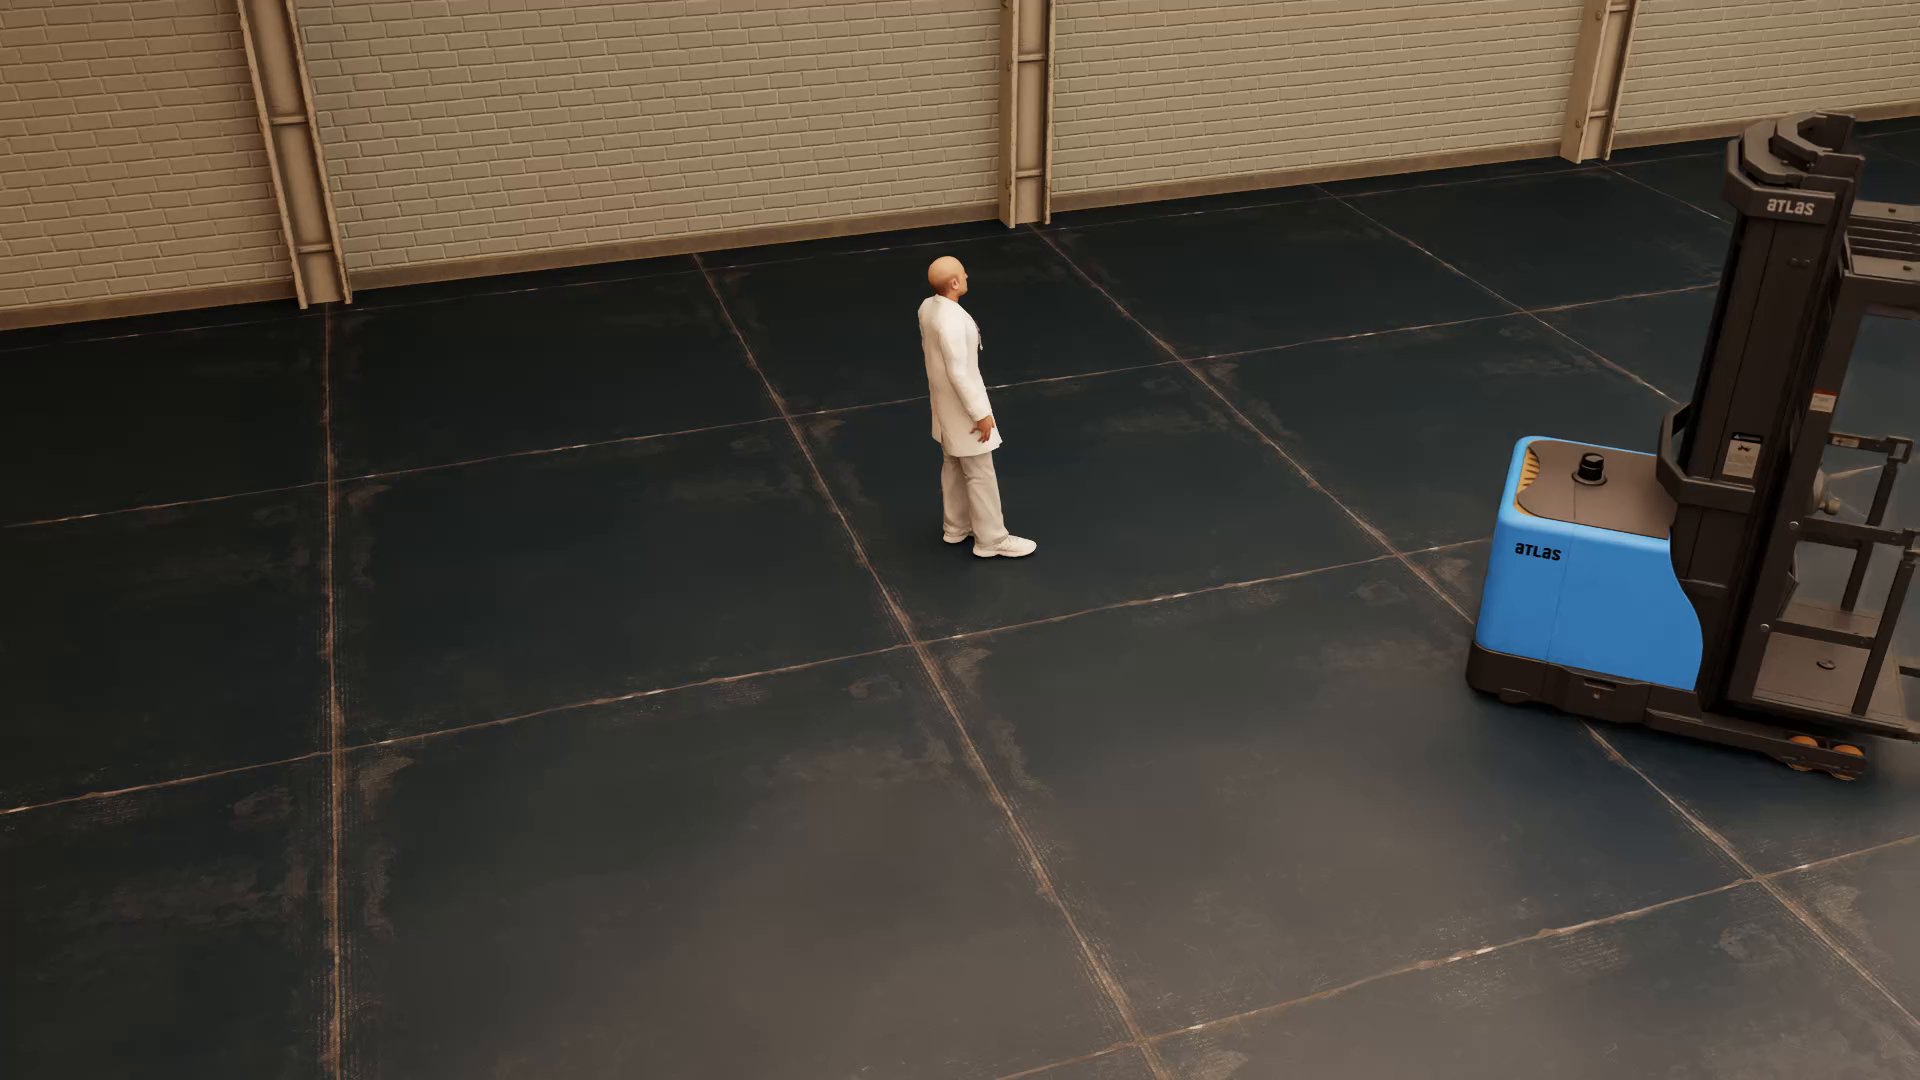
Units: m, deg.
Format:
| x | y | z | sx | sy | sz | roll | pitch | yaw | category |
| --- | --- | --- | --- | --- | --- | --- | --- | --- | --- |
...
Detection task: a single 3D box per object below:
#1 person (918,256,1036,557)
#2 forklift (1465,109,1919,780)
| x | y | z | sx | sy | sz | roll | pitch | yaw | category |
| --- | --- | --- | --- | --- | --- | --- | --- | --- | --- |
| 0.088 | -0.789 | 9.601 | 0.578 | 1.777 | 0.696 | -10 | 31 | -16 | person |
| 4.193 | -0.415 | 7.808 | 3.031 | 2.935 | 1.130 | 11 | 32 | 19 | forklift |
